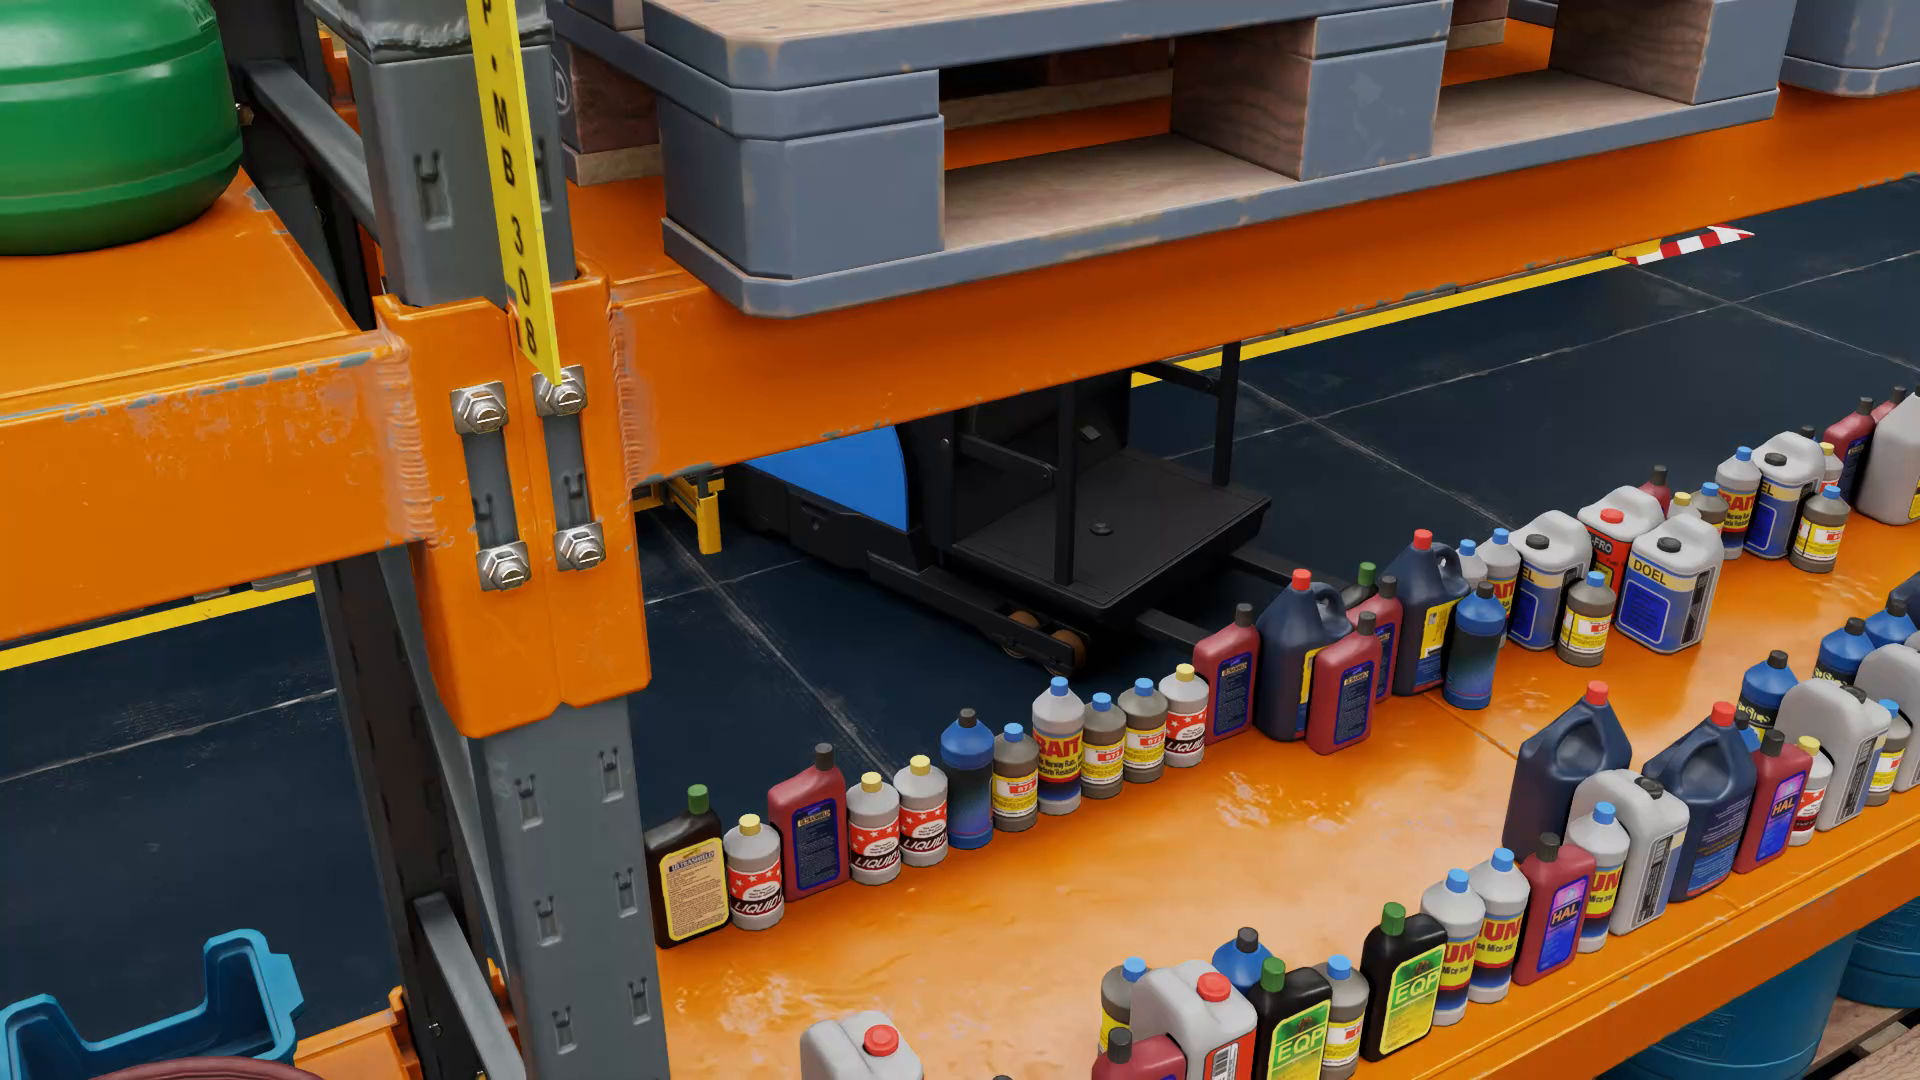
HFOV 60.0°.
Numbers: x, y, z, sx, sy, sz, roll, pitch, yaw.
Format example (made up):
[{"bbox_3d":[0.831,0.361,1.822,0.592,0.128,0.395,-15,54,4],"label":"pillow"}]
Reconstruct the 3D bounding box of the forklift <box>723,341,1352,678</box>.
[{"bbox_3d":[0.477,-1.085,5.683,3.031,2.935,1.130,23,36,35],"label":"forklift"}]

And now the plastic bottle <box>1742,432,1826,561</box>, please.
[{"bbox_3d":[1.947,-0.112,3.977,0.135,0.276,0.152,-16,33,-26],"label":"plastic bottle"}]

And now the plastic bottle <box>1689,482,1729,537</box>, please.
[{"bbox_3d":[1.749,-0.038,3.921,0.097,0.201,0.097,0,29,0],"label":"plastic bottle"}]

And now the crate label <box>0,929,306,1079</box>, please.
[{"bbox_3d":[-1.148,0.789,2.389,0.416,0.233,0.303,-16,33,-26],"label":"crate label"}]

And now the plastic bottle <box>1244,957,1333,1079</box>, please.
[{"bbox_3d":[0.480,0.722,2.459,0.133,0.283,0.061,-16,33,-26],"label":"plastic bottle"}]

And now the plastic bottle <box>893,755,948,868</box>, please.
[{"bbox_3d":[-0.070,0.478,2.985,0.097,0.201,0.097,0,29,0],"label":"plastic bottle"}]

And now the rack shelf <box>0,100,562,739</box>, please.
[{"bbox_3d":[-2.319,0.260,0.814,4.000,0.370,1.077,-16,33,-26],"label":"rack shelf"}]

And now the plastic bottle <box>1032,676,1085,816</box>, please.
[{"bbox_3d":[0.181,0.376,3.097,0.097,0.271,0.097,0,29,0],"label":"plastic bottle"}]

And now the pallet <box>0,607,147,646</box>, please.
[{"bbox_3d":[-3.830,0.111,6.331,1.213,0.211,1.003,-16,33,-26],"label":"pallet"}]

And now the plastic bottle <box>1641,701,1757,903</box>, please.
[{"bbox_3d":[1.278,0.442,2.895,0.185,0.351,0.144,-16,33,-26],"label":"plastic bottle"}]

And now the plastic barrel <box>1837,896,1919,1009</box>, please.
[{"bbox_3d":[2.376,0.651,4.204,0.708,0.901,0.600,-16,33,-26],"label":"plastic barrel"}]

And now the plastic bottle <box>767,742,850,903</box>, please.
[{"bbox_3d":[-0.263,0.487,2.884,0.133,0.283,0.061,-16,33,-26],"label":"plastic bottle"}]

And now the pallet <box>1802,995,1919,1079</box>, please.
[{"bbox_3d":[2.168,1.182,4.390,1.213,0.211,1.003,-16,33,-26],"label":"pallet"}]

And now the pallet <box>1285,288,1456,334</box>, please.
[{"bbox_3d":[1.993,-1.522,9.290,1.213,0.211,1.003,-16,33,-26],"label":"pallet"}]

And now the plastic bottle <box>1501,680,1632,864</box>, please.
[{"bbox_3d":[1.085,0.412,2.950,0.185,0.351,0.144,-16,33,-26],"label":"plastic bottle"}]

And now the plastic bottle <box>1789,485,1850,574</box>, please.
[{"bbox_3d":[2.026,-0.032,3.909,0.097,0.201,0.097,0,29,0],"label":"plastic bottle"}]

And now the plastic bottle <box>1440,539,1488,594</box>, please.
[{"bbox_3d":[1.066,0.125,3.552,0.097,0.271,0.097,0,29,0],"label":"plastic bottle"}]

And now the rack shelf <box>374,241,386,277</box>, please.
[{"bbox_3d":[-1.376,-1.470,7.054,4.000,0.370,1.077,-16,33,-26],"label":"rack shelf"}]

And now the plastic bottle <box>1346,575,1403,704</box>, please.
[{"bbox_3d":[0.829,0.211,3.384,0.133,0.283,0.061,-16,33,-26],"label":"plastic bottle"}]

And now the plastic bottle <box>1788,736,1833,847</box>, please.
[{"bbox_3d":[1.526,0.450,3.035,0.097,0.201,0.097,0,29,0],"label":"plastic bottle"}]

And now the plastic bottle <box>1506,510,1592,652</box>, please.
[{"bbox_3d":[1.264,0.082,3.625,0.135,0.276,0.152,-16,33,-26],"label":"plastic bottle"}]

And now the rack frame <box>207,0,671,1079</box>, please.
[{"bbox_3d":[-0.595,0.769,2.252,0.127,3.000,1.000,-16,33,-26],"label":"rack frame"}]

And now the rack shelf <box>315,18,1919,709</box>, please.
[{"bbox_3d":[1.130,-0.719,2.589,4.000,0.370,1.077,-16,33,-26],"label":"rack shelf"}]

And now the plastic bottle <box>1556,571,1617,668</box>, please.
[{"bbox_3d":[1.343,0.162,3.557,0.097,0.201,0.097,0,29,0],"label":"plastic bottle"}]

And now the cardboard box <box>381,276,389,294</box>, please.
[{"bbox_3d":[-2.367,-1.064,6.930,0.500,0.250,0.500,-15,32,-24],"label":"cardboard box"}]

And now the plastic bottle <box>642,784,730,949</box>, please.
[{"bbox_3d":[-0.462,0.543,2.782,0.133,0.283,0.061,-16,33,-26],"label":"plastic bottle"}]

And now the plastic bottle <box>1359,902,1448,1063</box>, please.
[{"bbox_3d":[0.679,0.665,2.561,0.133,0.283,0.061,-16,33,-26],"label":"plastic bottle"}]

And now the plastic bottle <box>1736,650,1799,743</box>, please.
[{"bbox_3d":[1.533,0.332,3.176,0.097,0.271,0.097,0,29,0],"label":"plastic bottle"}]

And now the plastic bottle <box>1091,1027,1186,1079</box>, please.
[{"bbox_3d":[0.249,0.787,2.340,0.133,0.283,0.061,-16,33,-26],"label":"plastic bottle"}]

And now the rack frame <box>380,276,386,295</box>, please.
[{"bbox_3d":[-2.008,-0.476,6.061,0.032,1.500,0.500,-16,33,-26],"label":"rack frame"}]

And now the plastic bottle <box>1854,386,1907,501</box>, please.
[{"bbox_3d":[2.322,-0.247,4.214,0.133,0.283,0.061,-16,33,-26],"label":"plastic bottle"}]

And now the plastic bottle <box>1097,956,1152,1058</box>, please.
[{"bbox_3d":[0.262,0.724,2.539,0.097,0.201,0.097,0,29,0],"label":"plastic bottle"}]

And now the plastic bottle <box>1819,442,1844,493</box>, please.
[{"bbox_3d":[2.117,-0.143,4.110,0.097,0.201,0.097,0,29,0],"label":"plastic bottle"}]

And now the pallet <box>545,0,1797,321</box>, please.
[{"bbox_3d":[0.114,-0.608,1.839,1.213,0.211,1.003,-16,33,-26],"label":"pallet"}]

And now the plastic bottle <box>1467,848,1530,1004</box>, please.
[{"bbox_3d":[0.853,0.611,2.672,0.097,0.271,0.097,0,29,0],"label":"plastic bottle"}]

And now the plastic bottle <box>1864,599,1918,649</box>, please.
[{"bbox_3d":[1.849,0.243,3.339,0.097,0.271,0.097,0,29,0],"label":"plastic bottle"}]

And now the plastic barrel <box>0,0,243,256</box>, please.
[{"bbox_3d":[-0.782,-0.395,1.417,0.294,0.245,0.294,0,29,0],"label":"plastic barrel"}]

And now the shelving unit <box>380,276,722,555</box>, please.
[{"bbox_3d":[-1.562,-0.603,6.291,1.083,1.500,0.587,-16,33,-26],"label":"shelving unit"}]

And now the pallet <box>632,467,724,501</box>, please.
[{"bbox_3d":[-1.387,-0.538,7.507,1.213,0.211,1.003,-16,33,-26],"label":"pallet"}]

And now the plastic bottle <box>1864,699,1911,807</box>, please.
[{"bbox_3d":[1.726,0.393,3.138,0.097,0.201,0.097,0,29,0],"label":"plastic bottle"}]

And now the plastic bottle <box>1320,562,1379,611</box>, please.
[{"bbox_3d":[0.798,0.186,3.430,0.133,0.283,0.061,-16,33,-26],"label":"plastic bottle"}]

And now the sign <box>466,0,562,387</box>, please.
[{"bbox_3d":[-0.310,-0.271,1.141,0.005,0.325,0.100,-16,33,-26],"label":"sign"}]

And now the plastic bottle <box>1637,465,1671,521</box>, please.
[{"bbox_3d":[1.556,-0.030,3.820,0.133,0.283,0.061,-16,33,-26],"label":"plastic bottle"}]

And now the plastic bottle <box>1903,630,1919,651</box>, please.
[{"bbox_3d":[1.928,0.288,3.252,0.135,0.276,0.152,-16,33,-26],"label":"plastic bottle"}]

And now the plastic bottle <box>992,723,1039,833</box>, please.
[{"bbox_3d":[0.097,0.430,3.071,0.097,0.201,0.097,0,29,0],"label":"plastic bottle"}]

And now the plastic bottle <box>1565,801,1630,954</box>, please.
[{"bbox_3d":[1.052,0.554,2.774,0.097,0.271,0.097,0,29,0],"label":"plastic bottle"}]

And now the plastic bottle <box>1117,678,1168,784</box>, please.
[{"bbox_3d":[0.349,0.359,3.201,0.097,0.201,0.097,0,29,0],"label":"plastic bottle"}]

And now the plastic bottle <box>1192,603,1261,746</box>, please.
[{"bbox_3d":[0.523,0.263,3.289,0.133,0.283,0.061,-16,33,-26],"label":"plastic bottle"}]
